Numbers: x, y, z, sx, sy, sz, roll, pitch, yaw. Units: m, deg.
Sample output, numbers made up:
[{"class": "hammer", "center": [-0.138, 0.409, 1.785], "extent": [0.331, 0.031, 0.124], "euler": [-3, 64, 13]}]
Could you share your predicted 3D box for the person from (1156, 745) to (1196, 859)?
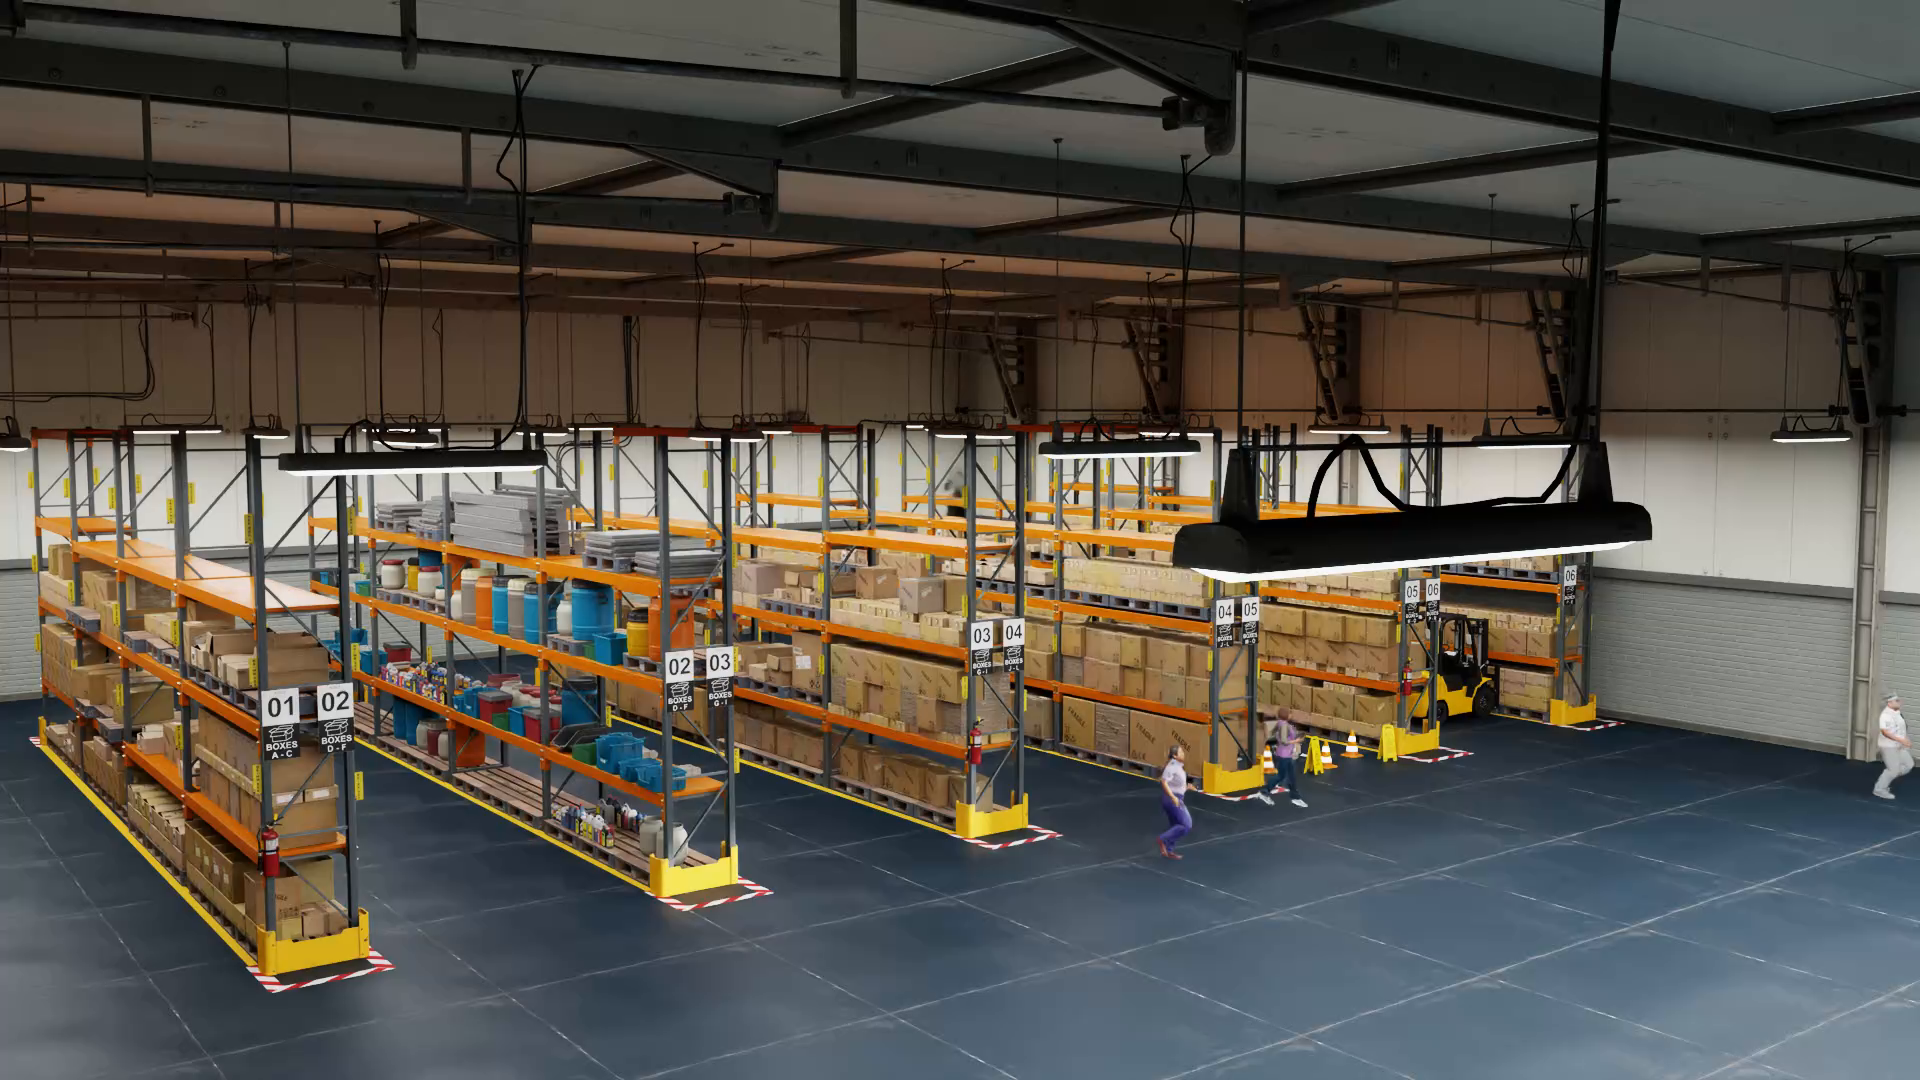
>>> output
[{"class": "person", "center": [3.051, 3.697, 23.465], "extent": [0.557, 1.606, 0.594], "euler": [0, 4, 5]}]

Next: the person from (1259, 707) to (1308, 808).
[{"class": "person", "center": [5.142, 3.445, 26.385], "extent": [0.772, 1.616, 0.538], "euler": [1, 5, 13]}]

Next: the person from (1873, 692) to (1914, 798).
[{"class": "person", "center": [15.229, 3.335, 27.097], "extent": [0.551, 1.745, 0.674], "euler": [4, 6, 42]}]

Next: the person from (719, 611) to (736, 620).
[{"class": "person", "center": [-5.837, 2.239, 41.499], "extent": [0.567, 1.676, 0.741], "euler": [-3, 5, -32]}]
